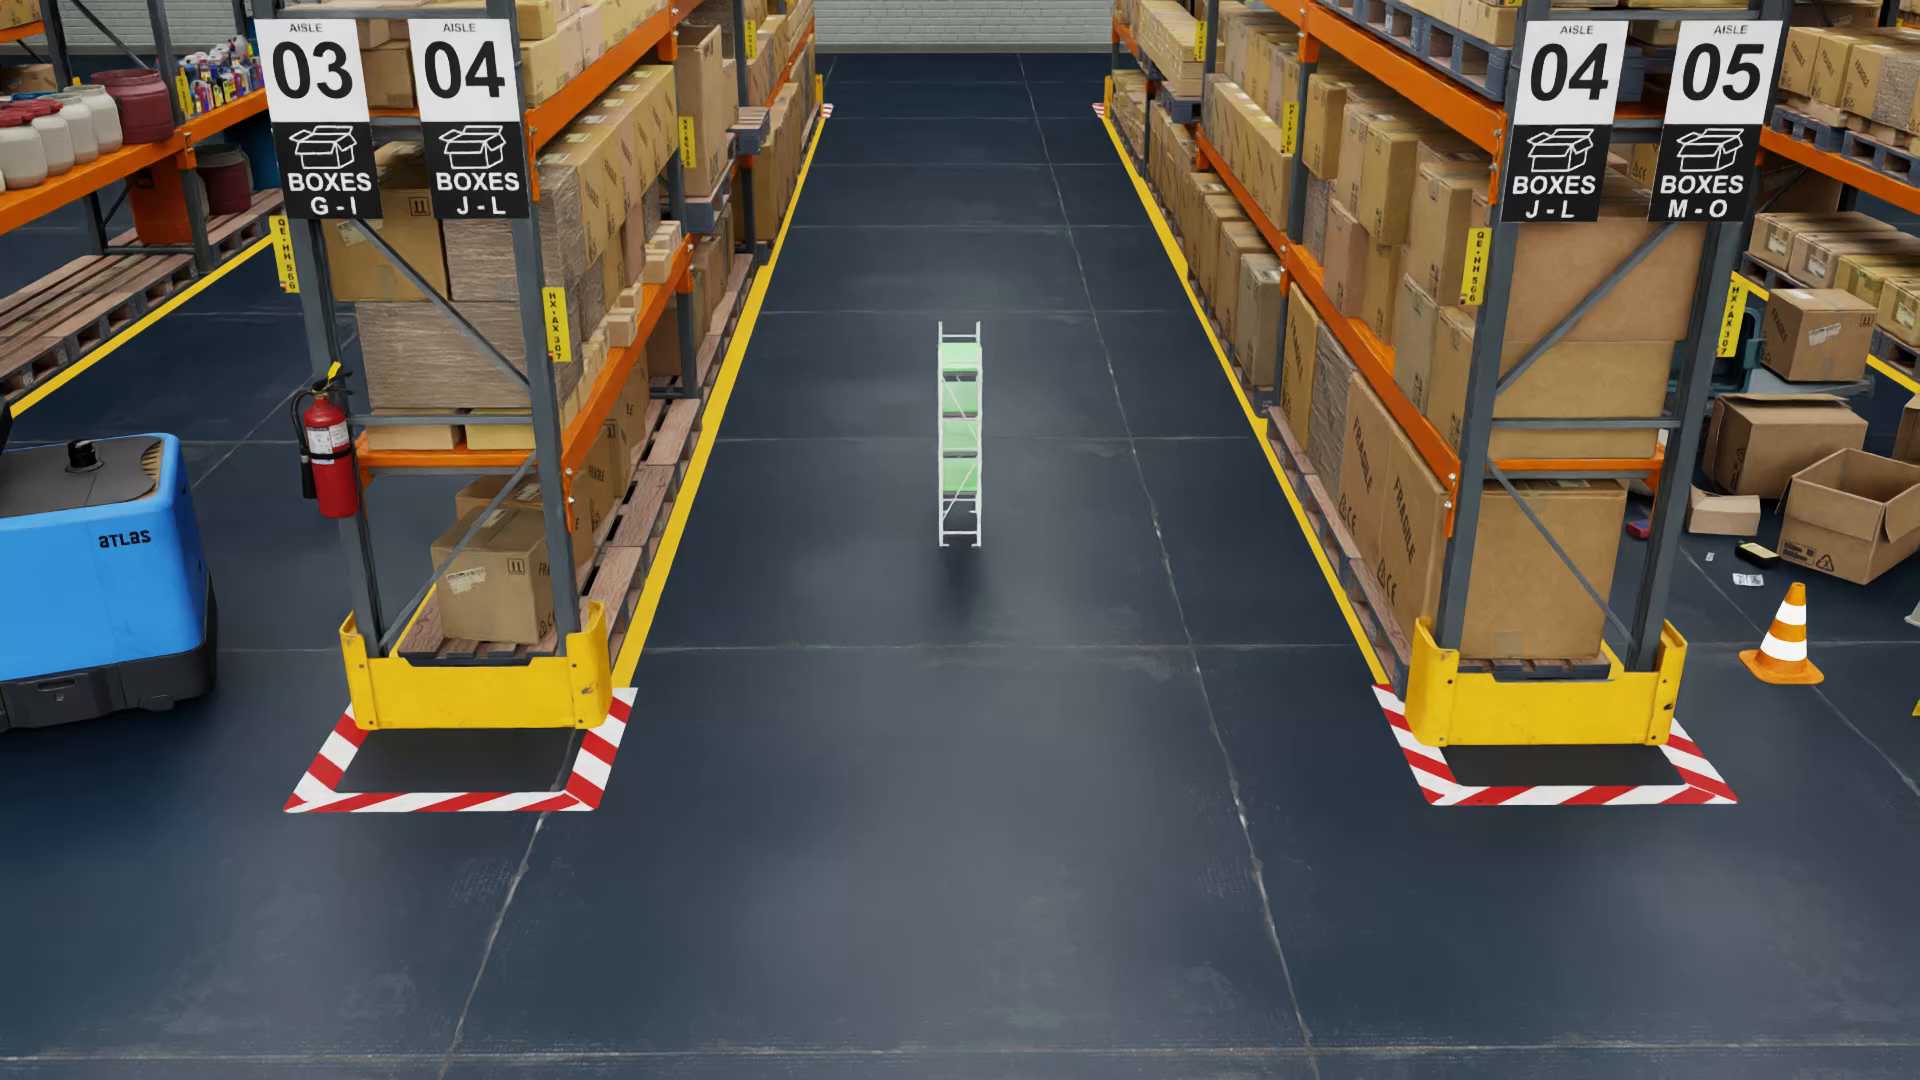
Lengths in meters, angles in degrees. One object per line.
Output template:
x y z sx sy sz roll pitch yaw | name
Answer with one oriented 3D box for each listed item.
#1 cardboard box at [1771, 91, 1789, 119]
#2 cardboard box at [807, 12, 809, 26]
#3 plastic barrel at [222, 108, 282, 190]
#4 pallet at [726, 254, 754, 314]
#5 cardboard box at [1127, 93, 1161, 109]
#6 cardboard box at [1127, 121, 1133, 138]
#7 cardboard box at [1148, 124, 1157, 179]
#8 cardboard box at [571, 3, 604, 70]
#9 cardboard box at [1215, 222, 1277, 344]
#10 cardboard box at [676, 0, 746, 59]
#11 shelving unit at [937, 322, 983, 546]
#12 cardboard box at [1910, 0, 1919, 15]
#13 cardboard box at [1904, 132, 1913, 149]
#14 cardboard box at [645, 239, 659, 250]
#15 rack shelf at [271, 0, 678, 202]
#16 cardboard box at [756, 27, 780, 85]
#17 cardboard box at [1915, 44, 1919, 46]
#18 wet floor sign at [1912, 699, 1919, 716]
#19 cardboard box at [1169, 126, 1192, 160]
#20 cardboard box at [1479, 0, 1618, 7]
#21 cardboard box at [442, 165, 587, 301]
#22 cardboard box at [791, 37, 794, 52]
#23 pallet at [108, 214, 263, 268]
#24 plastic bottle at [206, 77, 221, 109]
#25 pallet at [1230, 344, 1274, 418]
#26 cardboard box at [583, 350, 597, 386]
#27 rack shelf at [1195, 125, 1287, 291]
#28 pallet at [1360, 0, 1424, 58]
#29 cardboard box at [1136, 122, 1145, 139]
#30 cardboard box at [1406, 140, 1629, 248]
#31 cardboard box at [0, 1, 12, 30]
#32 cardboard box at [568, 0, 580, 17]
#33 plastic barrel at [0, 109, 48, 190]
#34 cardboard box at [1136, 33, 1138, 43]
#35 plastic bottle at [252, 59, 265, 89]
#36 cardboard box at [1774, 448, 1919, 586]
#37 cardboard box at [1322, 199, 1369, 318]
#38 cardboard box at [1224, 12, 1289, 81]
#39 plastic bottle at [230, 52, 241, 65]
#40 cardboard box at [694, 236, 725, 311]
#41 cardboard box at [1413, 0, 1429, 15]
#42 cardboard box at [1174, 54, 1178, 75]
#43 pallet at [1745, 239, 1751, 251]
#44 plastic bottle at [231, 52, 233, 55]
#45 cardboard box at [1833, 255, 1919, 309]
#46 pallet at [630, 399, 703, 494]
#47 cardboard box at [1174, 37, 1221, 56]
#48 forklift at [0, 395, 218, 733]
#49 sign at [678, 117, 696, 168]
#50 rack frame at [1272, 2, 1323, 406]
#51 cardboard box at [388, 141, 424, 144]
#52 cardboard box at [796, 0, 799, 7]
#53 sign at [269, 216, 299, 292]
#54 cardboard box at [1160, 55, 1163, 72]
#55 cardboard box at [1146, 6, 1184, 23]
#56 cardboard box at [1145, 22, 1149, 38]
7.293 -4.000 15.135 0.500 0.250 0.500 -1 24 -2 | cardboard box
-2.097 -6.539 20.873 0.380 0.149 0.250 0 24 0 | cardboard box
-7.351 -4.161 17.348 0.600 0.901 0.708 0 24 -1 | plastic barrel
-2.344 -2.224 14.410 1.003 0.211 1.213 0 24 -1 | pallet
2.214 -5.291 20.037 0.380 0.149 0.250 -1 24 -2 | cardboard box
2.210 -4.924 19.947 0.380 0.149 0.250 0 24 -1 | cardboard box
2.309 -4.192 17.902 0.500 0.500 0.500 1 24 1 | cardboard box
-2.024 -2.434 8.035 0.500 0.250 0.500 0 24 -1 | cardboard box
2.550 -1.968 12.681 1.050 0.750 0.750 0 24 -1 | cardboard box
-2.343 -4.620 14.987 0.797 0.503 0.637 1 24 1 | cardboard box
-0.002 -0.615 9.654 0.258 1.200 0.503 0 24 -1 | shelving unit
12.185 -6.644 20.620 0.500 0.250 0.500 -1 24 -2 | cardboard box
7.424 -3.030 12.604 0.380 0.149 0.250 -1 24 -2 | cardboard box
-2.075 -1.760 10.306 0.380 0.149 0.250 0 24 -1 | cardboard box
-2.286 -2.383 8.611 1.077 0.370 4.000 0 24 -1 | rack shelf
-2.105 -4.899 16.821 0.500 0.500 0.500 -1 24 -1 | cardboard box
7.865 -3.626 13.136 0.500 0.500 0.500 -2 24 -4 | cardboard box
4.677 0.575 7.695 0.267 0.644 0.232 -4 25 -10 | wet floor sign
2.334 -3.889 16.323 0.500 0.250 0.500 0 24 1 | cardboard box
2.412 -2.372 6.904 0.500 0.250 0.500 0 24 0 | cardboard box
-1.997 -1.384 7.475 0.500 0.500 0.500 0 24 -1 | cardboard box
-2.068 -5.582 18.756 0.380 0.149 0.250 -1 24 -2 | cardboard box
-7.354 -2.848 15.791 1.003 0.211 1.213 0 24 -1 | pallet
-6.946 -4.167 15.464 0.061 0.283 0.133 0 24 -1 | plastic bottle
2.570 -1.196 12.138 1.003 0.211 1.213 0 24 -1 | pallet
-2.023 -0.833 8.256 0.380 0.149 0.250 0 24 -1 | cardboard box
2.632 -2.645 12.831 1.077 0.370 4.000 0 24 -1 | rack shelf
2.662 -2.636 8.407 1.003 0.211 1.213 0 24 -1 | pallet
2.229 -4.713 19.119 0.380 0.149 0.250 -1 24 -3 | cardboard box
2.763 -1.671 8.313 0.875 0.550 0.550 0 24 -1 | cardboard box
-12.058 -6.513 20.388 0.500 0.500 0.500 0 24 0 | cardboard box
-1.998 -2.538 7.779 0.380 0.149 0.250 0 24 -1 | cardboard box
-7.059 -2.905 12.368 0.433 0.535 0.433 0 24 0 | plastic barrel
2.263 -5.881 19.419 0.380 0.149 0.250 -1 24 -3 | cardboard box
-6.958 -4.624 16.475 0.061 0.283 0.133 0 24 -1 | plastic bottle
5.095 -0.139 9.447 0.797 0.503 0.637 -19 31 -36 | cardboard box
2.586 -1.615 9.500 0.875 0.550 0.550 0 24 -1 | cardboard box
2.605 -4.113 13.869 0.700 0.500 0.500 0 24 -1 | cardboard box
-7.595 -5.017 17.443 0.097 0.201 0.097 0 24 0 | plastic bottle
-2.292 -2.140 13.340 0.700 0.500 0.500 2 24 4 | cardboard box
2.343 -2.545 7.770 0.380 0.149 0.250 -1 24 -1 | cardboard box
2.145 -4.321 15.098 0.380 0.149 0.250 1 24 1 | cardboard box
7.625 -2.915 15.940 1.003 0.211 1.213 0 24 -1 | pallet
-7.749 -5.096 17.619 0.097 0.201 0.097 0 24 0 | plastic bottle
7.573 -2.005 13.223 0.950 0.372 0.625 1 24 1 | cardboard box
-2.265 -0.621 10.867 1.003 0.211 1.213 0 24 -1 | pallet
2.146 -4.448 15.019 0.380 0.149 0.250 -1 24 -1 | cardboard box
-5.163 -0.507 7.314 3.031 2.935 1.130 -9 26 -19 | forklift
-1.765 -2.568 10.737 0.100 0.325 0.005 0 24 -1 | sign
2.653 -2.149 10.861 1.000 3.000 0.127 0 24 -1 | rack frame
-2.531 -1.794 8.381 0.500 0.500 0.500 0 24 -1 | cardboard box
-2.152 -6.489 19.369 0.500 0.500 0.500 -1 24 -2 | cardboard box
-2.819 -1.197 6.968 0.100 0.325 0.005 0 24 -1 | sign
2.136 -4.604 16.084 0.380 0.149 0.250 0 24 1 | cardboard box
2.120 -5.408 17.141 0.380 0.149 0.250 0 24 0 | cardboard box
2.119 -5.280 17.219 0.380 0.149 0.250 0 24 1 | cardboard box
